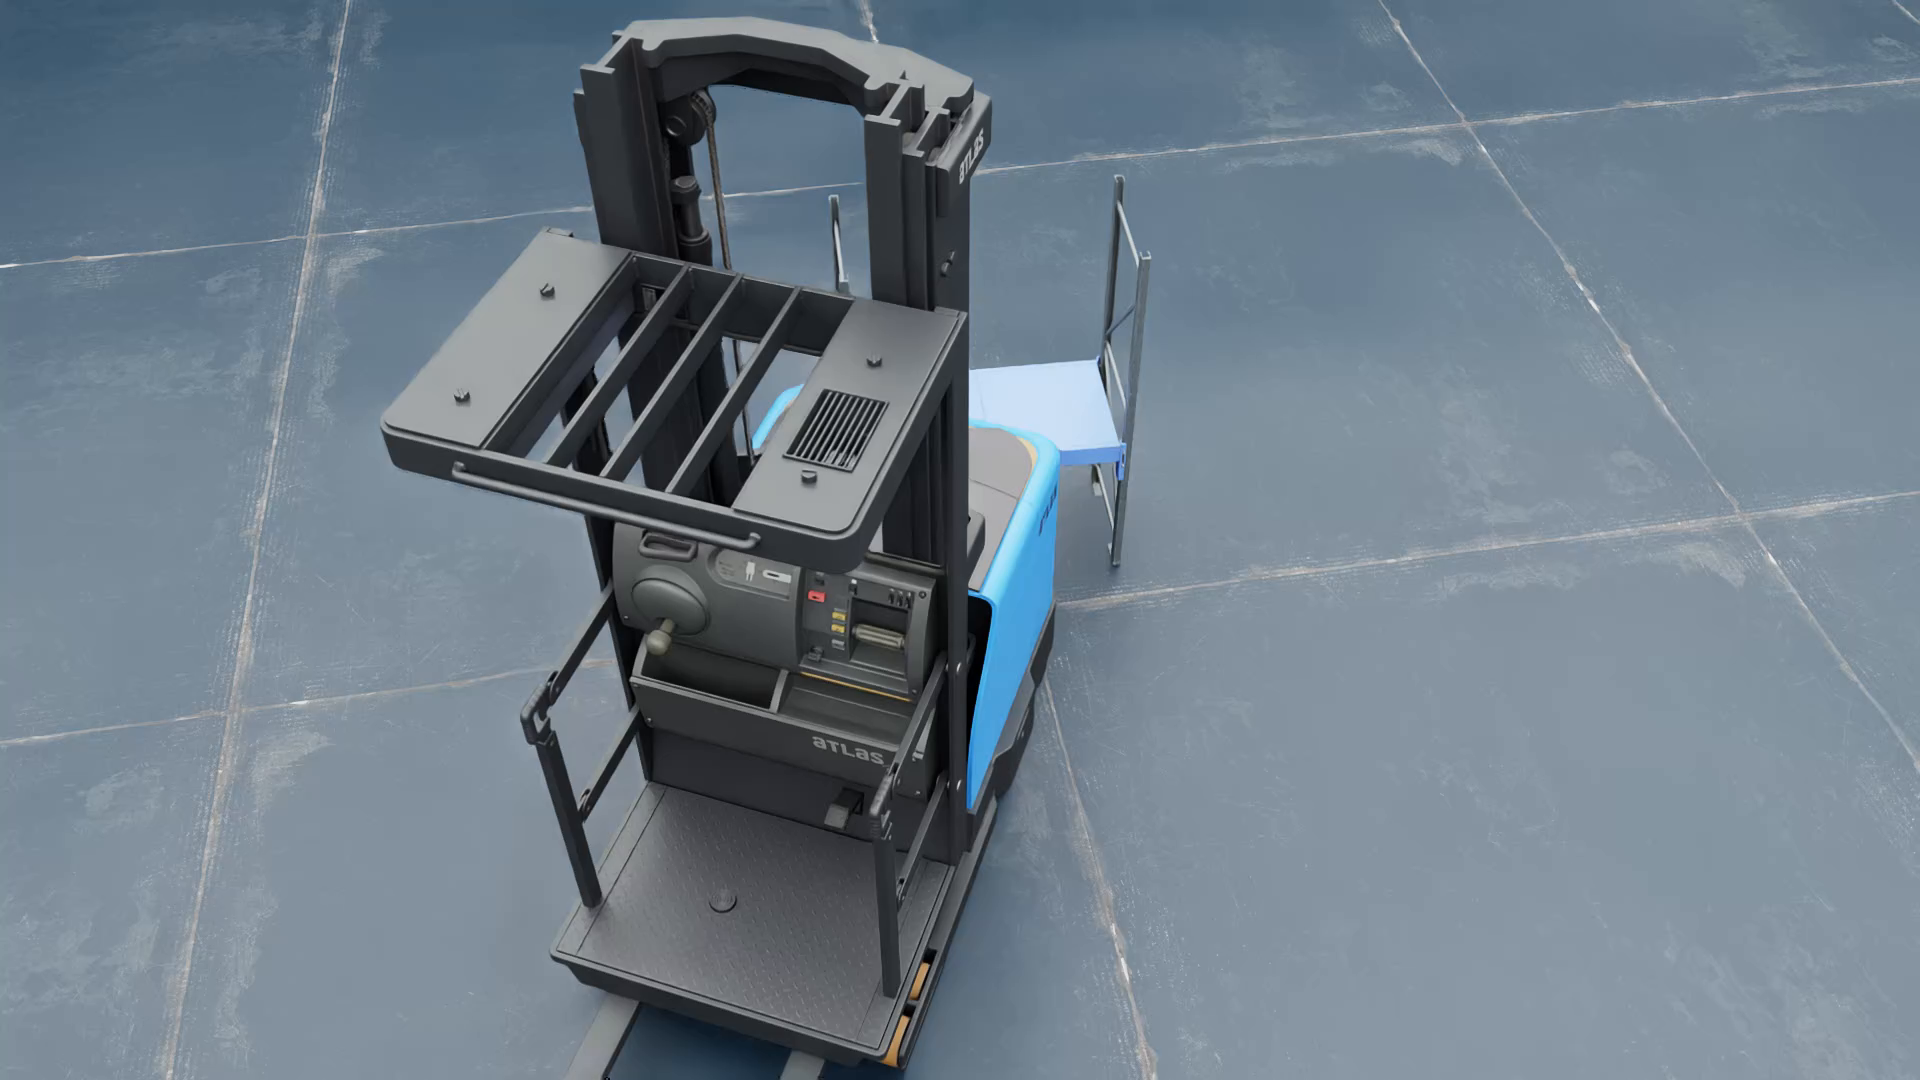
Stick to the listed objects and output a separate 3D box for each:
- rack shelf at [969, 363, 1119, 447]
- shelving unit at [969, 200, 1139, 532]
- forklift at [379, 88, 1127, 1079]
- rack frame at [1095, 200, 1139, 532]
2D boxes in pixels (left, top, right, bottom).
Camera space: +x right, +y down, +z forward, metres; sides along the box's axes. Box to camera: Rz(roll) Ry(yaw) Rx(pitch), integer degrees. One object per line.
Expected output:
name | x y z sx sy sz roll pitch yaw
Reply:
rack shelf | 0.091 -0.465 6.338 0.952 0.062 0.459 -5 46 -5
shelving unit | 0.110 -0.559 6.247 0.991 1.308 0.475 -5 46 -5
forklift | -6.618 2.846 1.510 10.319 3.598 15.987 13 48 12
rack frame | 0.595 -0.602 6.289 0.013 1.308 0.475 -5 46 -5
